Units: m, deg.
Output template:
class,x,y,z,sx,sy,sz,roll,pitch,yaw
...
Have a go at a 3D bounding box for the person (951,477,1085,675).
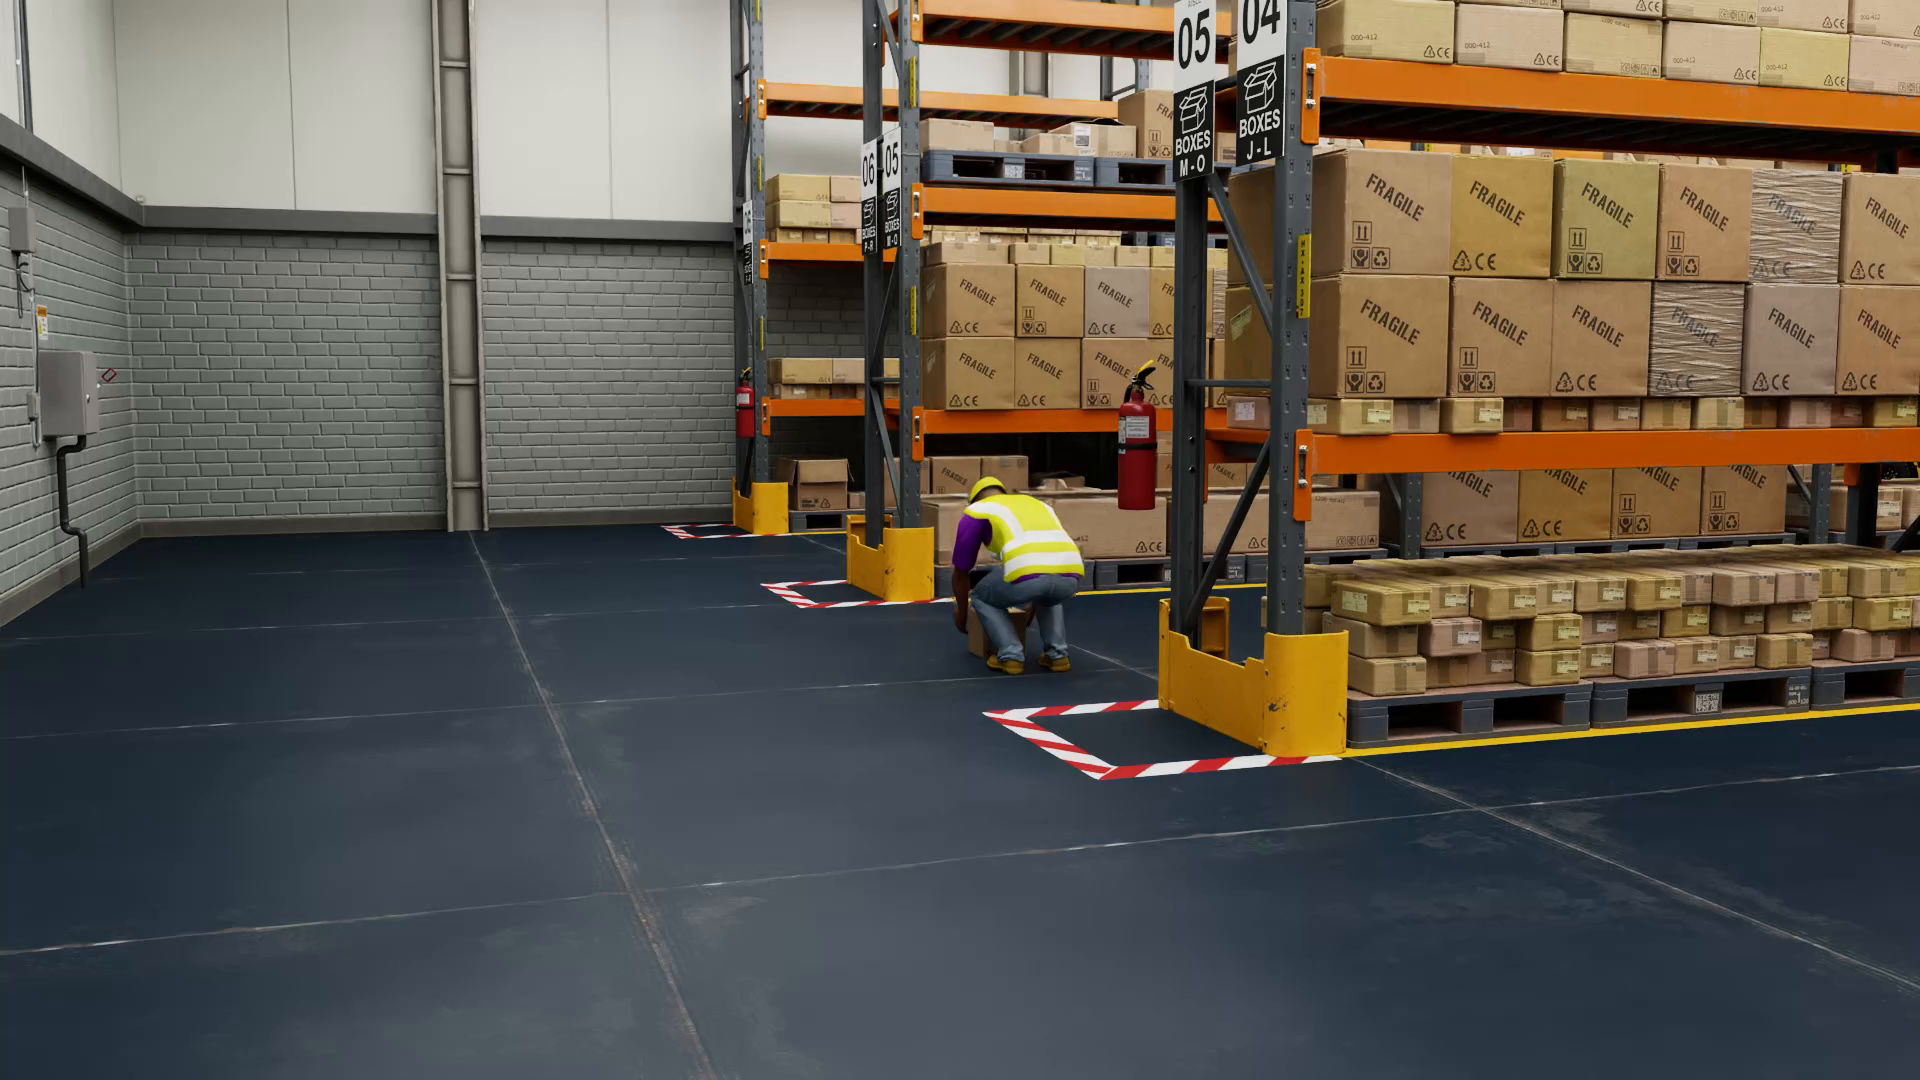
class,x,y,z,sx,sy,sz,roll,pitch,yaw
person,0.285,0.180,8.822,0.584,0.994,0.894,-2,6,-19
